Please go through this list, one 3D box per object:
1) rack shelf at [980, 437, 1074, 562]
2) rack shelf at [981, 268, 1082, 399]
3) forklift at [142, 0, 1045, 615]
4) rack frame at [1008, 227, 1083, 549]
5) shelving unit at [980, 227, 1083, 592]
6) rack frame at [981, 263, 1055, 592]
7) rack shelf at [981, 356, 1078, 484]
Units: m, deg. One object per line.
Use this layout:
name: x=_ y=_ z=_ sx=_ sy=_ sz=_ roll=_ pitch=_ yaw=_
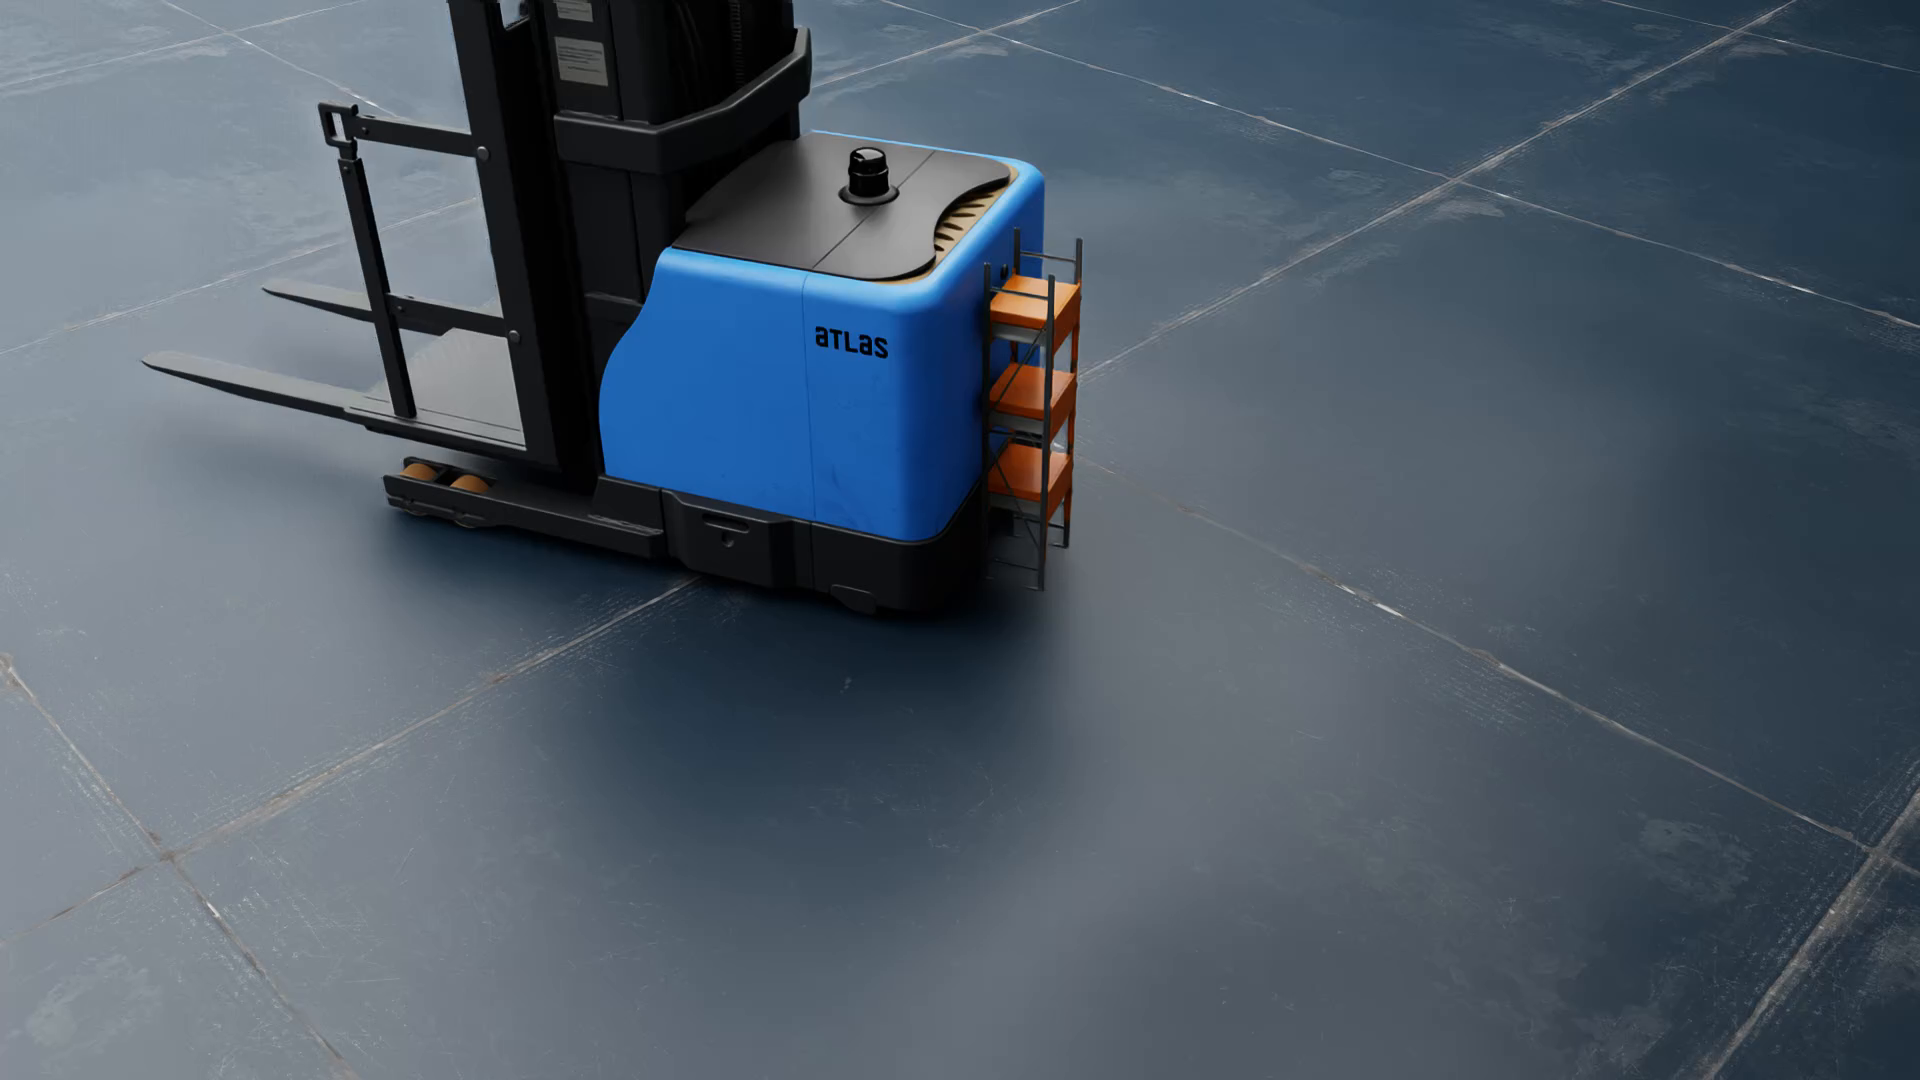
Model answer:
rack shelf: x=0.202 y=-0.124 z=5.014 sx=0.215 sy=0.259 sz=0.240 roll=12 pitch=37 yaw=17
rack shelf: x=0.203 y=-0.585 z=4.693 sx=0.215 sy=0.259 sz=0.240 roll=12 pitch=37 yaw=17
forklift: x=-1.301 y=-1.507 z=4.849 sx=3.031 sy=2.935 sz=1.130 roll=12 pitch=37 yaw=17
rack frame: x=0.246 y=-0.426 z=4.943 sx=0.200 sy=1.050 sz=0.008 roll=12 pitch=37 yaw=17
shelving unit: x=0.203 y=-0.361 z=4.849 sx=0.215 sy=1.050 sz=0.252 roll=12 pitch=37 yaw=17
rack frame: x=0.159 y=-0.295 z=4.756 sx=0.200 sy=1.050 sz=0.008 roll=12 pitch=37 yaw=17
rack shelf: x=0.203 y=-0.352 z=4.855 sx=0.215 sy=0.259 sz=0.240 roll=12 pitch=37 yaw=17
